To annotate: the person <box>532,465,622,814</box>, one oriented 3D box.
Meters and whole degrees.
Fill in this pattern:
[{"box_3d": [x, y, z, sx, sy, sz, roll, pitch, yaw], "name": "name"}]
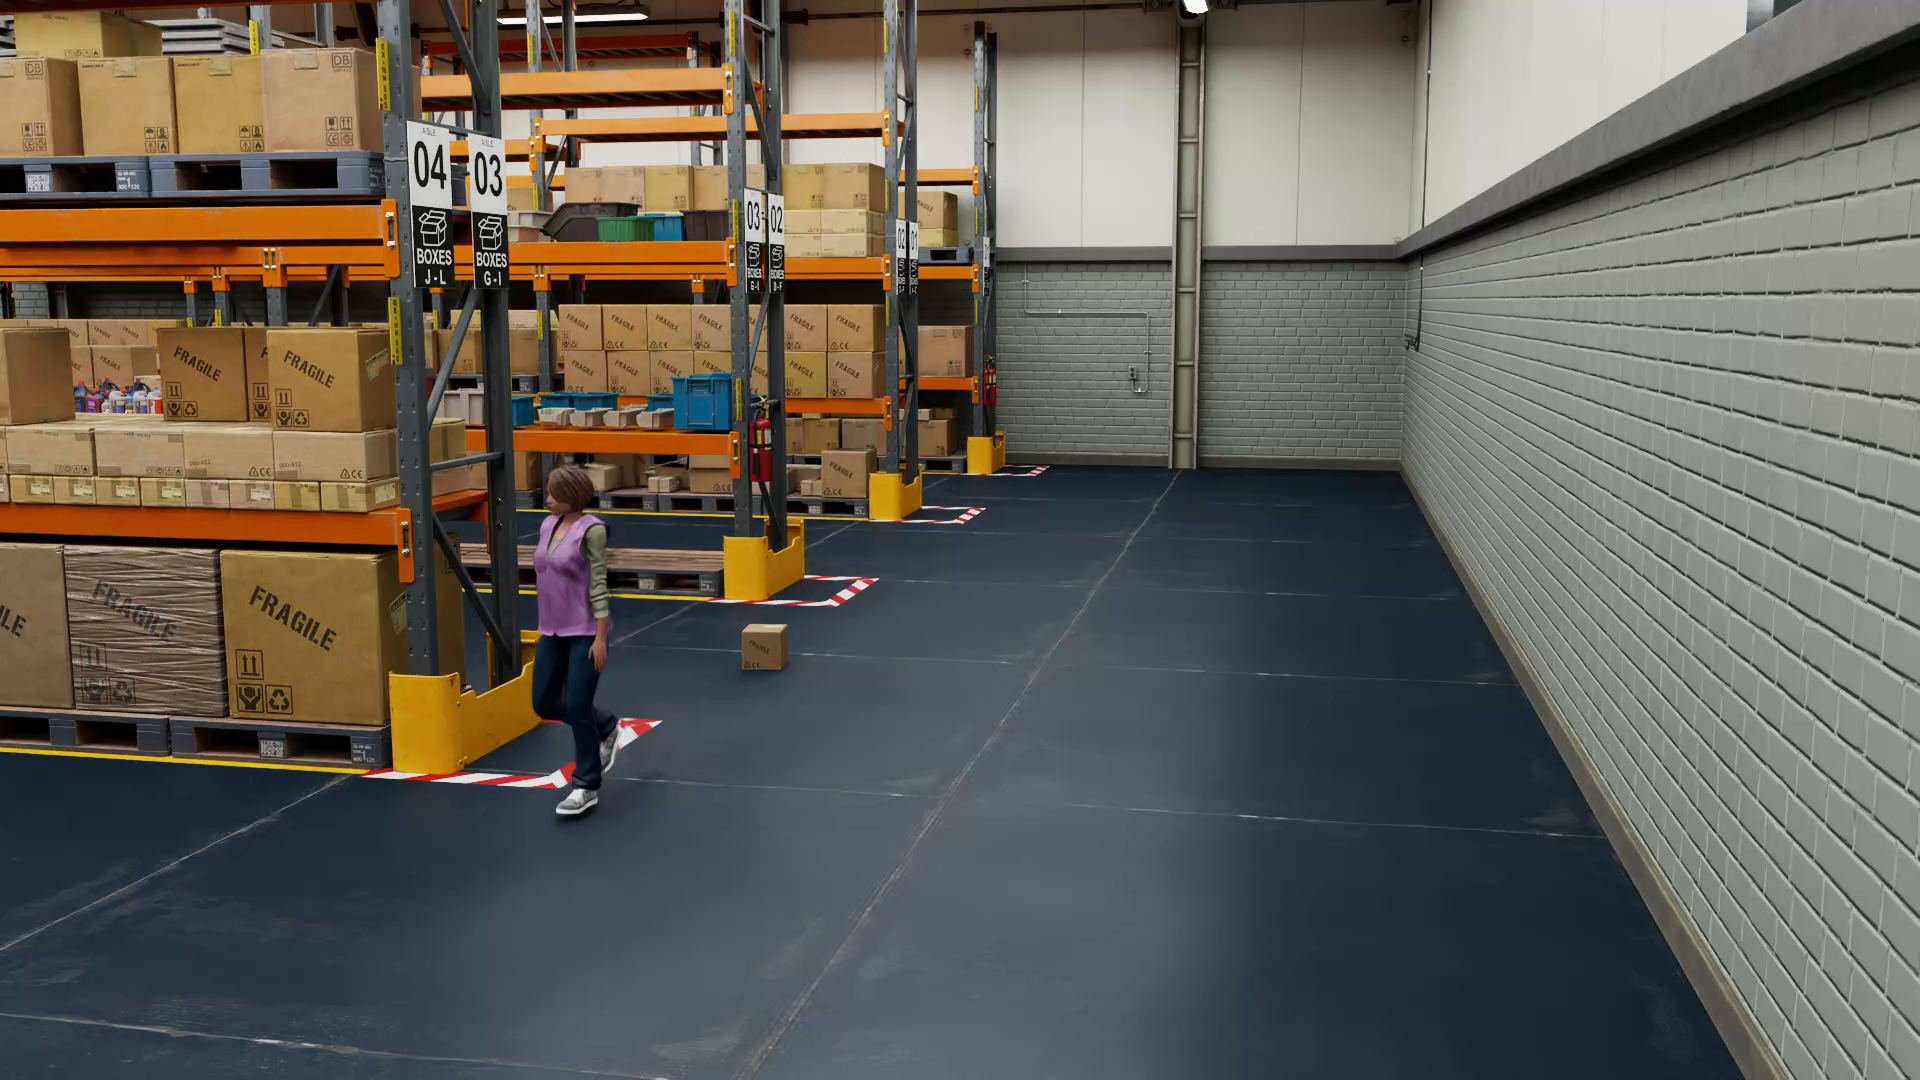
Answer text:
[{"box_3d": [-1.753, 0.434, 7.728, 0.458, 1.587, 0.582, 5, 10, 32], "name": "person"}]
